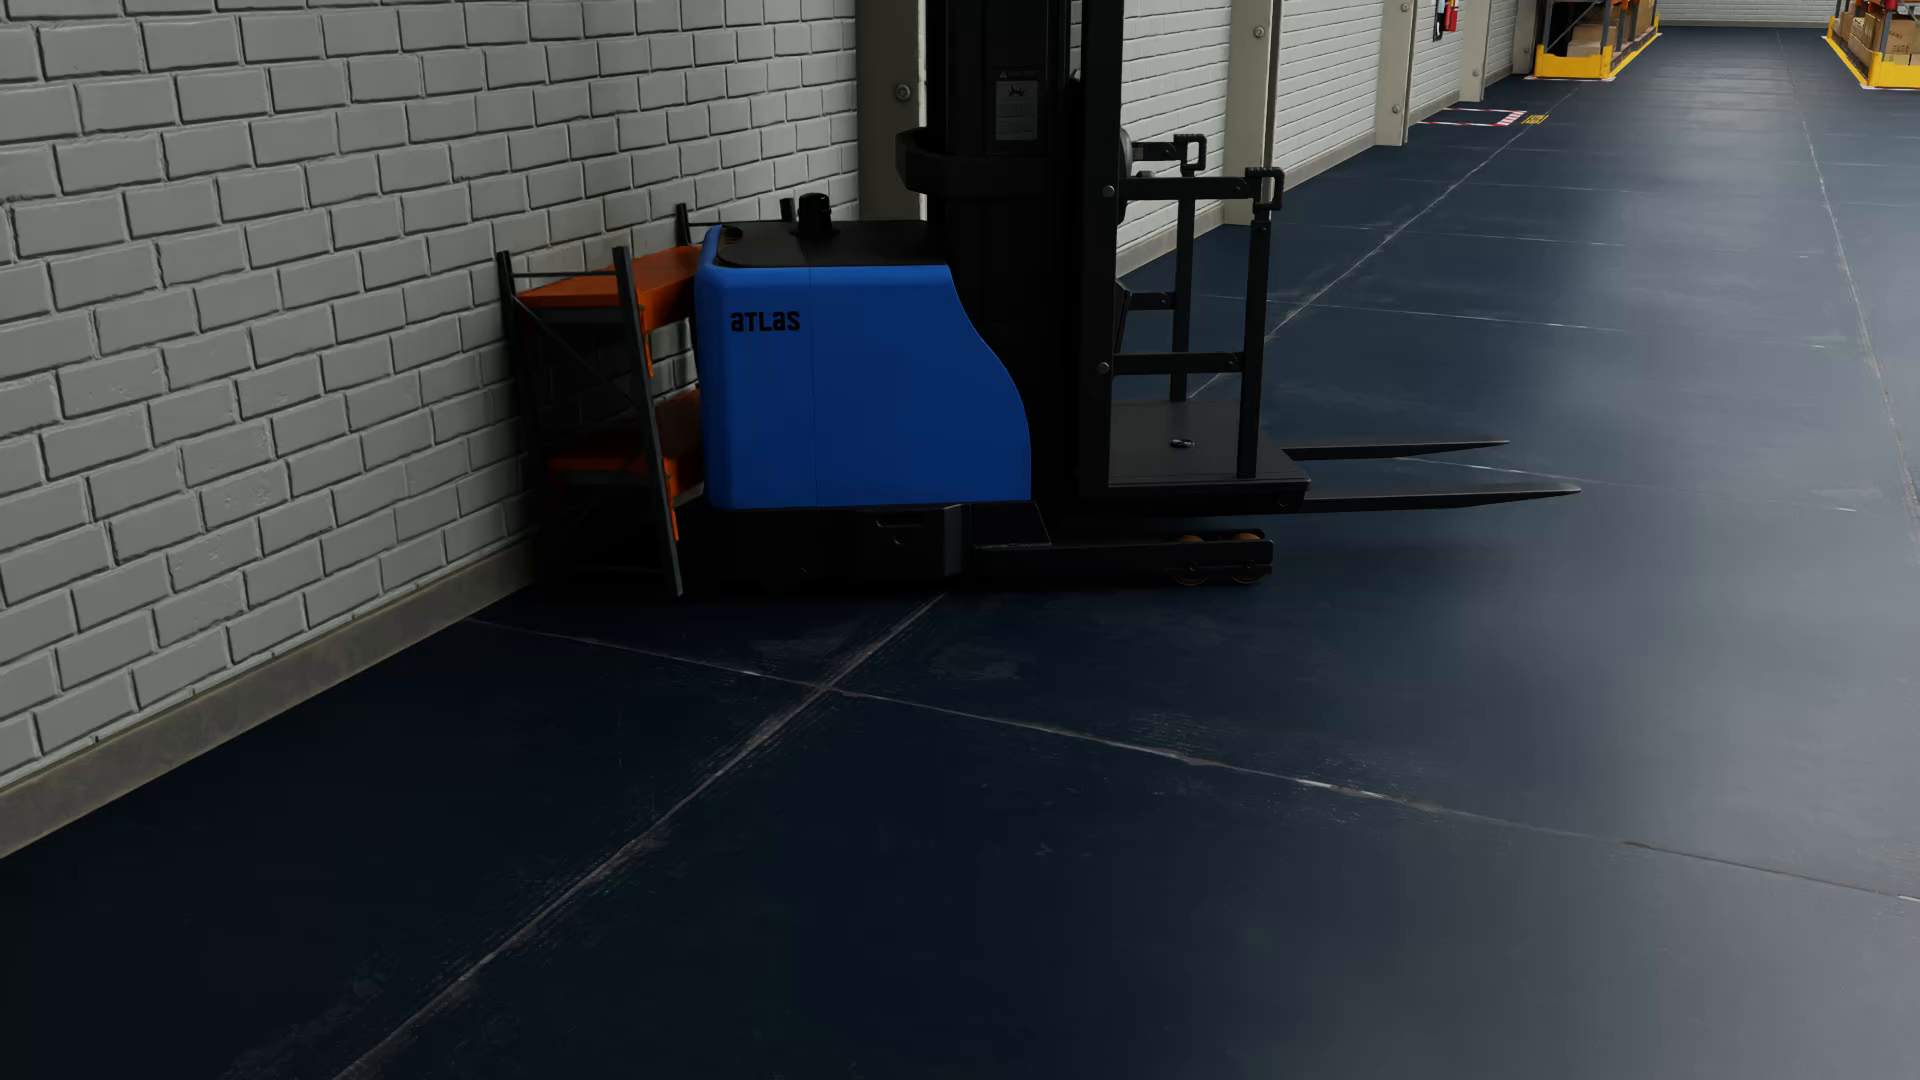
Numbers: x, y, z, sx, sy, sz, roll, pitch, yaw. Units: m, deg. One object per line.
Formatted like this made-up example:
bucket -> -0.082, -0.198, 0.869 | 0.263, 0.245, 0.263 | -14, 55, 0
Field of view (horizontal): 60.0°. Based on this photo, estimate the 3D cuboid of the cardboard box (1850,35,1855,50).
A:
cardboard box -> 16.998, -9.308, 31.143 | 0.500, 0.250, 0.500 | 8, 21, 21

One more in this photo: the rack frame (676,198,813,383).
rack frame -> -0.769, -0.691, 6.176 | 0.500, 1.125, 0.032 | 3, 20, 25

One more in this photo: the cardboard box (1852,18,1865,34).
cardboard box -> 17.203, -9.724, 31.476 | 0.500, 0.311, 0.500 | 8, 21, 21

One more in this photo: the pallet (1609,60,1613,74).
pallet -> 10.492, -8.025, 28.220 | 1.003, 0.211, 1.213 | 9, 21, 23

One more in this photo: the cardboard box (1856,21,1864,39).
cardboard box -> 16.573, -9.258, 30.166 | 0.500, 0.311, 0.500 | 8, 21, 23

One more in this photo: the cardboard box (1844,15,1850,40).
cardboard box -> 18.483, -10.506, 34.109 | 0.500, 0.500, 0.500 | 8, 21, 21

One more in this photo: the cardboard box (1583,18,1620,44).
cardboard box -> 12.432, -9.867, 32.312 | 0.700, 0.500, 0.500 | 9, 21, 23

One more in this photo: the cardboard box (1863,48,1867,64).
cardboard box -> 15.170, -7.961, 27.354 | 0.500, 0.250, 0.500 | 9, 21, 23

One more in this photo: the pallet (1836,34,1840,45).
pallet -> 19.813, -10.958, 36.467 | 1.003, 0.211, 1.213 | 9, 21, 23

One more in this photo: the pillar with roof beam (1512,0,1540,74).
pillar with roof beam -> 13.521, -11.641, 25.272 | 9.100, 9.000, 0.400 | 9, 21, 23

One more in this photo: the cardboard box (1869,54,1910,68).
cardboard box -> 14.567, -7.501, 26.060 | 0.500, 0.250, 0.500 | 9, 21, 23

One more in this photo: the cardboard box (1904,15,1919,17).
cardboard box -> 15.848, -8.396, 27.458 | 0.500, 0.500, 0.500 | 9, 21, 23

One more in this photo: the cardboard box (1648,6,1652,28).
cardboard box -> 16.248, -12.603, 40.034 | 0.700, 0.500, 0.500 | 8, 21, 23

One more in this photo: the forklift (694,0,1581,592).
forklift -> 0.626, -1.403, 5.539 | 3.031, 2.935, 1.130 | -2, 20, -6

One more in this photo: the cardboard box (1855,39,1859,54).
cardboard box -> 16.369, -8.840, 29.826 | 0.500, 0.250, 0.500 | 8, 21, 22

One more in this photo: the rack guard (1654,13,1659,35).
rack guard -> 16.658, -12.793, 41.195 | 1.175, 0.500, 0.348 | 9, 21, 23

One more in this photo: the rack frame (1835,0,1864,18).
rack frame -> 21.169, -13.285, 38.848 | 1.000, 3.000, 0.127 | 9, 21, 23

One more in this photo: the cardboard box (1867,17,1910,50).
cardboard box -> 14.961, -8.162, 26.800 | 0.500, 0.500, 0.500 | 9, 21, 23

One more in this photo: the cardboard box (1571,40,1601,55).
cardboard box -> 10.695, -8.386, 28.429 | 0.500, 0.311, 0.500 | 11, 22, 27

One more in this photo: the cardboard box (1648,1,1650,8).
cardboard box -> 15.717, -12.361, 38.384 | 0.380, 0.149, 0.250 | 9, 22, 25

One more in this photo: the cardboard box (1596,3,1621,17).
cardboard box -> 12.834, -10.508, 32.994 | 0.500, 0.250, 0.500 | 9, 21, 24

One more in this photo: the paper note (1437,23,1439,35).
paper note -> 5.955, -6.361, 20.693 | 0.016, 0.148, 0.142 | 9, 21, 23

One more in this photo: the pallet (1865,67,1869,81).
pallet -> 14.892, -7.320, 26.235 | 1.003, 0.211, 1.213 | 9, 21, 23

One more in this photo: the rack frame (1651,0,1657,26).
rack frame -> 16.648, -13.963, 40.756 | 1.000, 3.000, 0.127 | 9, 21, 23

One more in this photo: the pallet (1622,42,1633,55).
pallet -> 13.051, -9.965, 33.675 | 1.003, 0.211, 1.213 | 9, 21, 23

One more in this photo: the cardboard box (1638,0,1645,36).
cardboard box -> 14.158, -11.177, 35.501 | 0.750, 0.750, 0.750 | 8, 21, 22

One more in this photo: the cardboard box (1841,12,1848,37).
cardboard box -> 19.111, -10.977, 35.433 | 0.500, 0.500, 0.500 | 8, 21, 20

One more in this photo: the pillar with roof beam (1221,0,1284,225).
pillar with roof beam -> 6.150, -6.138, 9.799 | 9.100, 9.000, 0.400 | 9, 21, 23

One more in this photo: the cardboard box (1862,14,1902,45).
cardboard box -> 15.582, -8.620, 28.087 | 0.500, 0.500, 0.500 | 9, 21, 23

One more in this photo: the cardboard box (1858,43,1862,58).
cardboard box -> 15.789, -8.419, 28.641 | 0.500, 0.250, 0.500 | 9, 21, 23

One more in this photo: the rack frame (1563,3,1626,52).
rack frame -> 11.734, -10.295, 30.441 | 1.000, 3.000, 0.127 | 9, 21, 23

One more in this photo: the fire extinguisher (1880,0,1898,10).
fire extinguisher -> 14.145, -8.385, 25.185 | 0.296, 0.674, 0.183 | 9, 21, 23

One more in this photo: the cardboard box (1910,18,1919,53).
cardboard box -> 15.243, -7.936, 26.165 | 0.500, 0.500, 0.500 | 9, 21, 23

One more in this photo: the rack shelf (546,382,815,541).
rack shelf -> -0.953, -0.297, 5.816 | 0.538, 0.278, 1.000 | 3, 20, 25

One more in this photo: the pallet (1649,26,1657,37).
pallet -> 16.392, -12.394, 40.505 | 1.003, 0.211, 1.213 | 9, 21, 23

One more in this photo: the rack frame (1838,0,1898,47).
rack frame -> 19.531, -12.062, 35.409 | 1.000, 3.000, 0.127 | 9, 21, 23

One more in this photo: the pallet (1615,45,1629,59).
pallet -> 12.550, -9.594, 32.630 | 1.003, 0.211, 1.213 | 9, 21, 23

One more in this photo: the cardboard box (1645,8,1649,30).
cardboard box -> 15.619, -12.128, 38.700 | 0.700, 0.500, 0.500 | 8, 21, 22

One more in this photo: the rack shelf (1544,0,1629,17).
rack shelf -> 10.915, -9.345, 28.842 | 1.077, 0.370, 4.000 | 9, 21, 23

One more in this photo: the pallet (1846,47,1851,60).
pallet -> 17.520, -9.279, 31.746 | 1.003, 0.211, 1.213 | 9, 21, 23

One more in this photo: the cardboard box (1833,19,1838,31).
cardboard box -> 20.278, -11.764, 38.017 | 0.500, 0.250, 0.500 | 9, 21, 23

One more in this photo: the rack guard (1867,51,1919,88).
rack guard -> 14.607, -7.209, 25.493 | 1.175, 0.500, 0.348 | 9, 21, 23

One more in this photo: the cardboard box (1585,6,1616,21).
cardboard box -> 12.198, -10.040, 31.679 | 0.500, 0.250, 0.500 | 8, 21, 22

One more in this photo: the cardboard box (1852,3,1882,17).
cardboard box -> 18.081, -10.558, 33.135 | 0.500, 0.250, 0.500 | 9, 22, 25

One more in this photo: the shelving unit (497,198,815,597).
shelving unit -> -0.976, -0.528, 5.741 | 0.538, 1.125, 1.048 | 3, 20, 25
